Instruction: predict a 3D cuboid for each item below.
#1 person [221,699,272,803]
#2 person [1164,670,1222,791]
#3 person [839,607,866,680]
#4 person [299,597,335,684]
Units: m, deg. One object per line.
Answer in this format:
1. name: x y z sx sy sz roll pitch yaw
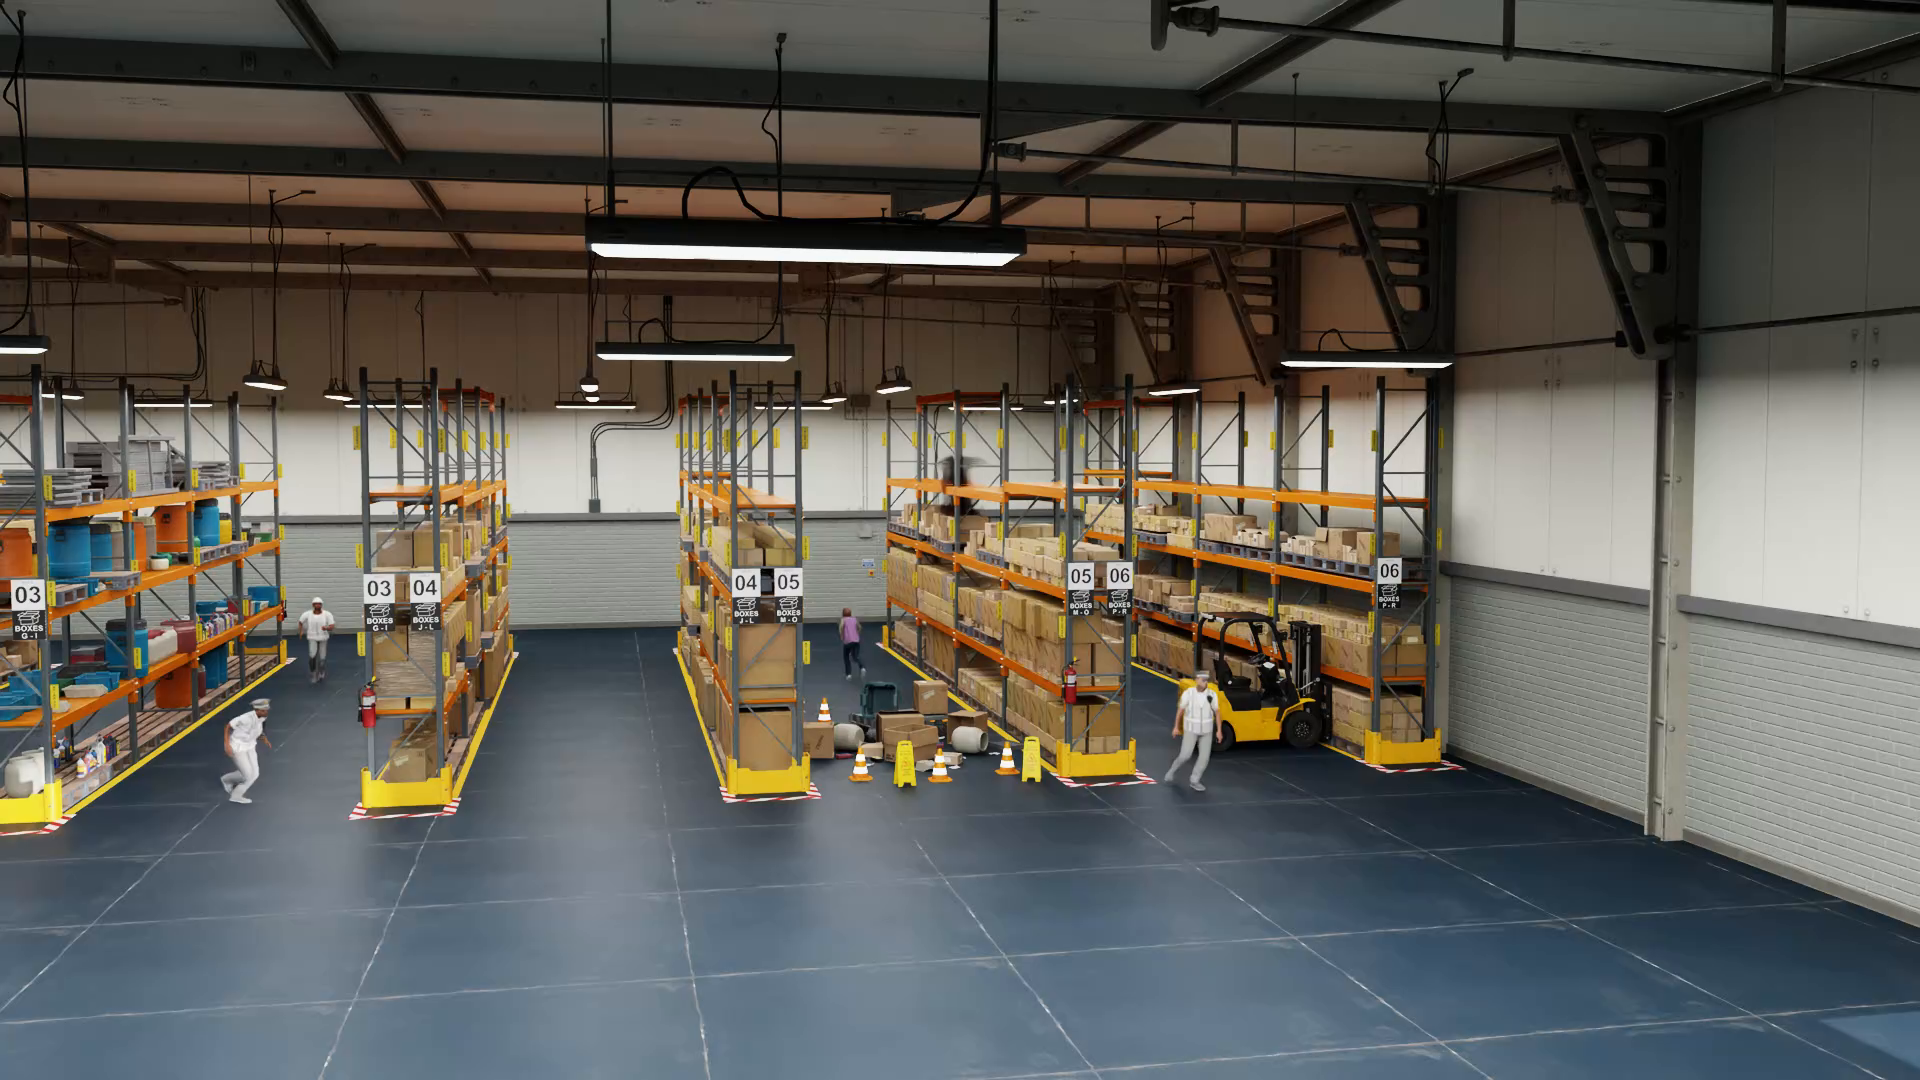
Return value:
1. person: -9.855 2.915 22.882 0.811 1.476 0.596 1 4 20
2. person: 3.347 2.713 23.886 0.776 1.733 0.589 0 3 -6
3. person: -2.212 2.203 34.544 0.569 1.549 0.909 -2 4 -34
4. person: -13.293 2.078 34.377 0.693 1.790 0.721 -1 4 -22
